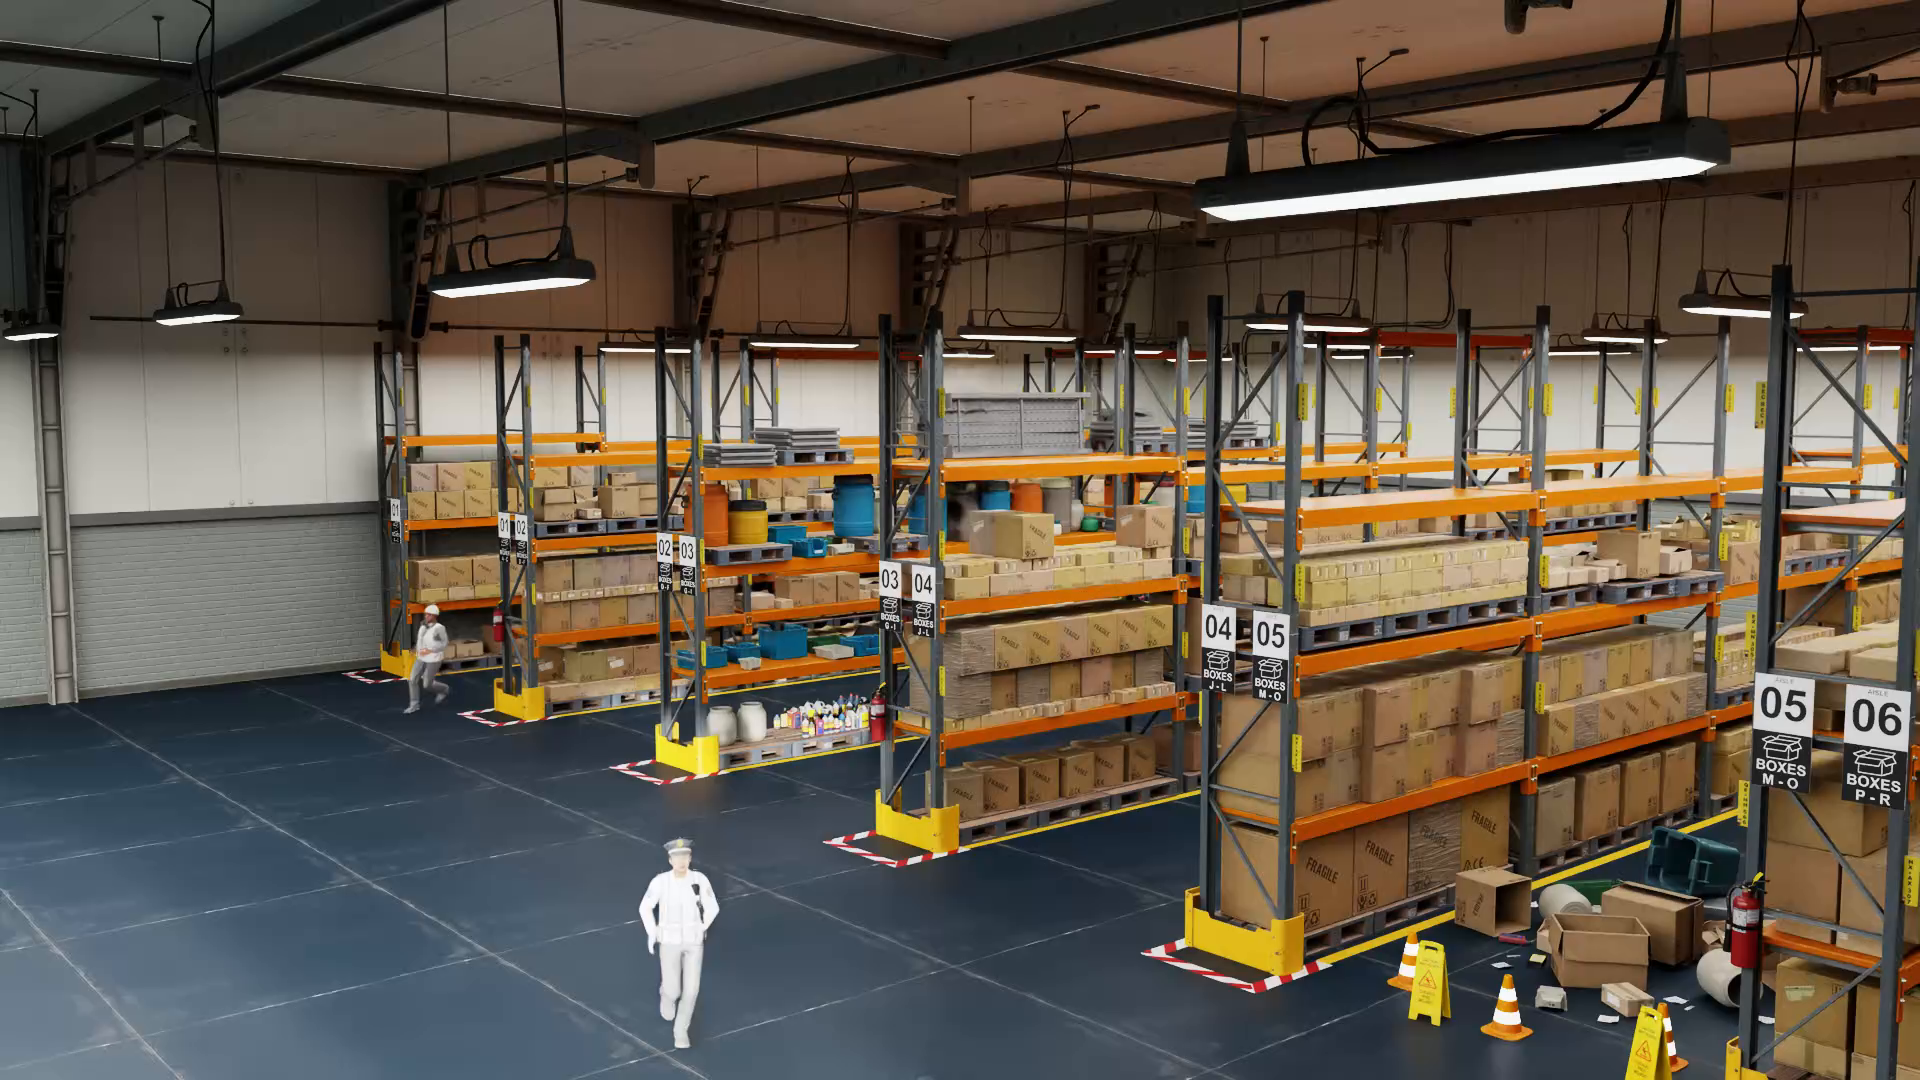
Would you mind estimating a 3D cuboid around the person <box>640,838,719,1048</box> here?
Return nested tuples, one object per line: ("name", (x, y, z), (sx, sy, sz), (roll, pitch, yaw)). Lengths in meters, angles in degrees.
("person", (-2.200, 3.156, 13.113), (0.614, 1.644, 0.552), (-1, 5, -15))

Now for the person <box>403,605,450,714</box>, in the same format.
("person", (-8.446, 1.892, 26.602), (0.699, 1.741, 0.822), (3, 6, 29))
